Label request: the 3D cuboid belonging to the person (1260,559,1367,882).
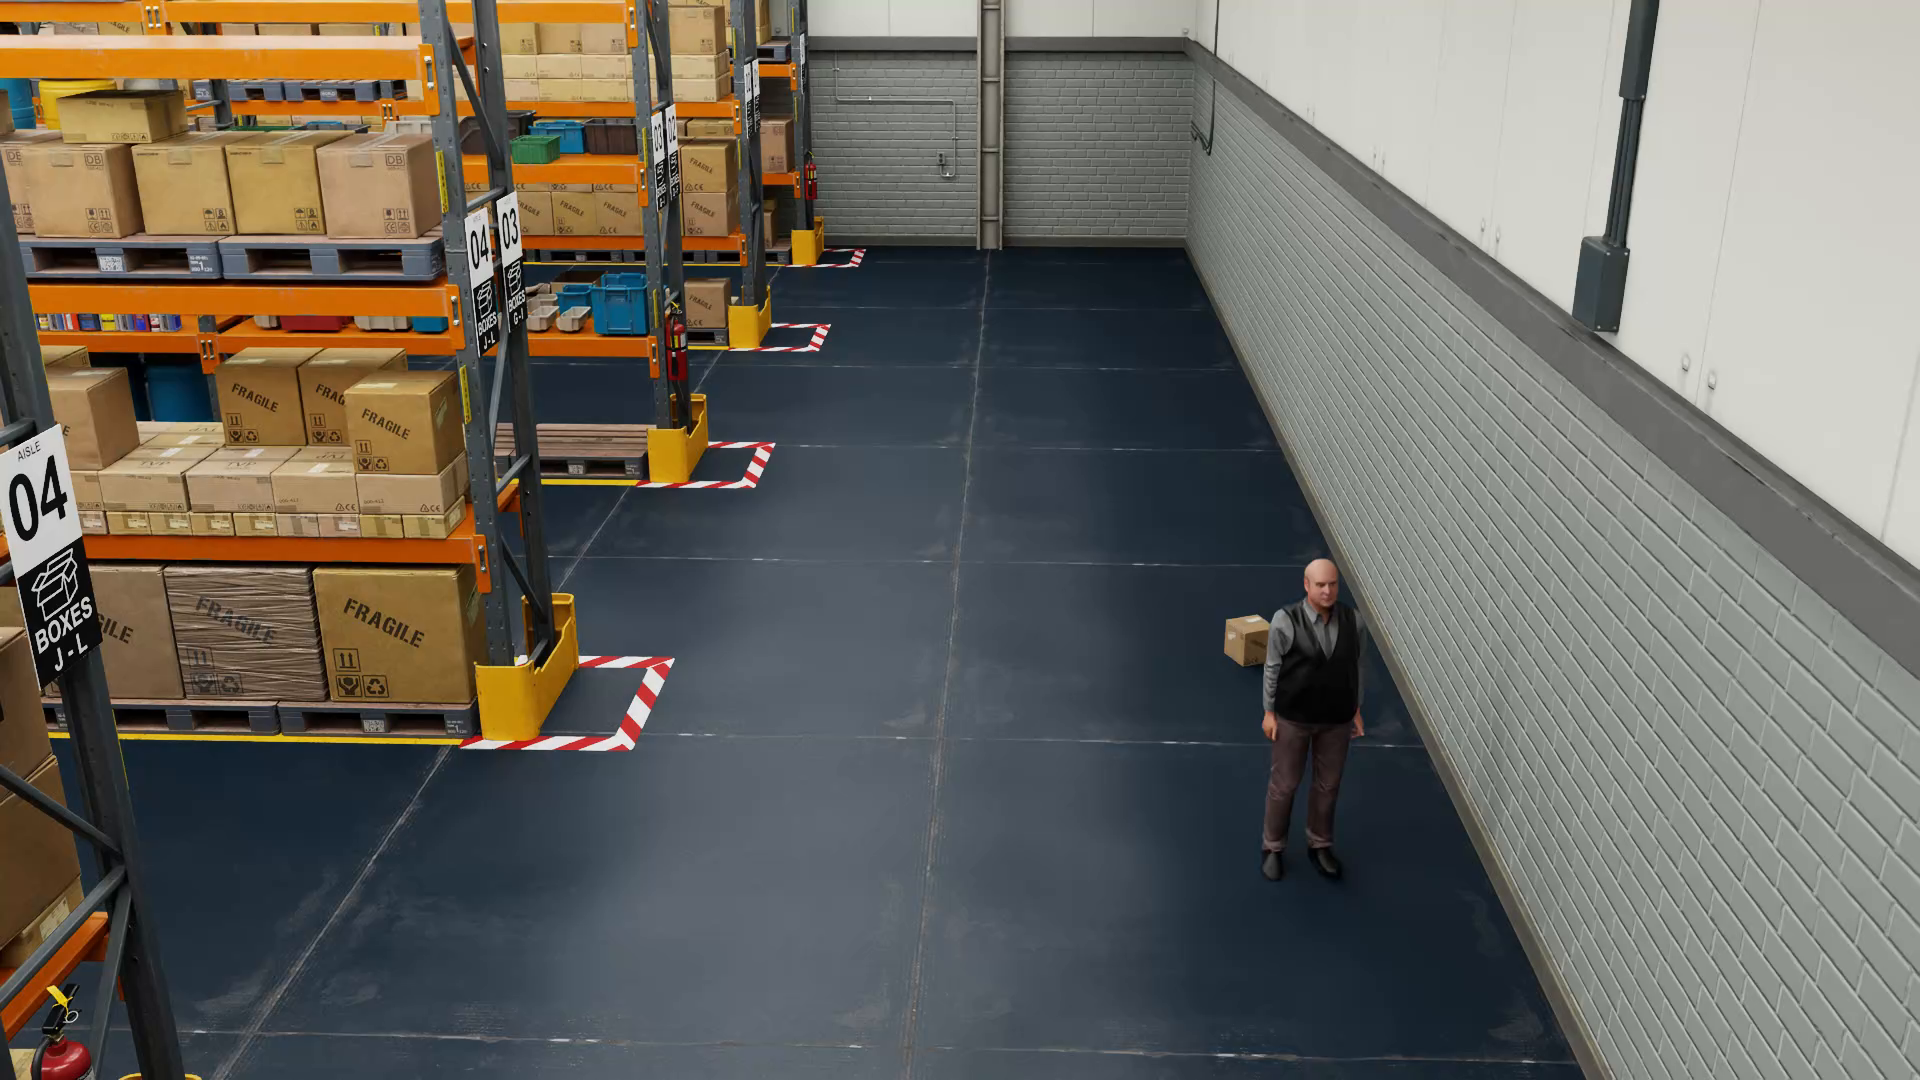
[{"bbox_3d":[1.841,0.936,8.639,0.538,1.745,0.378,-3,21,-7],"label":"person"}]
